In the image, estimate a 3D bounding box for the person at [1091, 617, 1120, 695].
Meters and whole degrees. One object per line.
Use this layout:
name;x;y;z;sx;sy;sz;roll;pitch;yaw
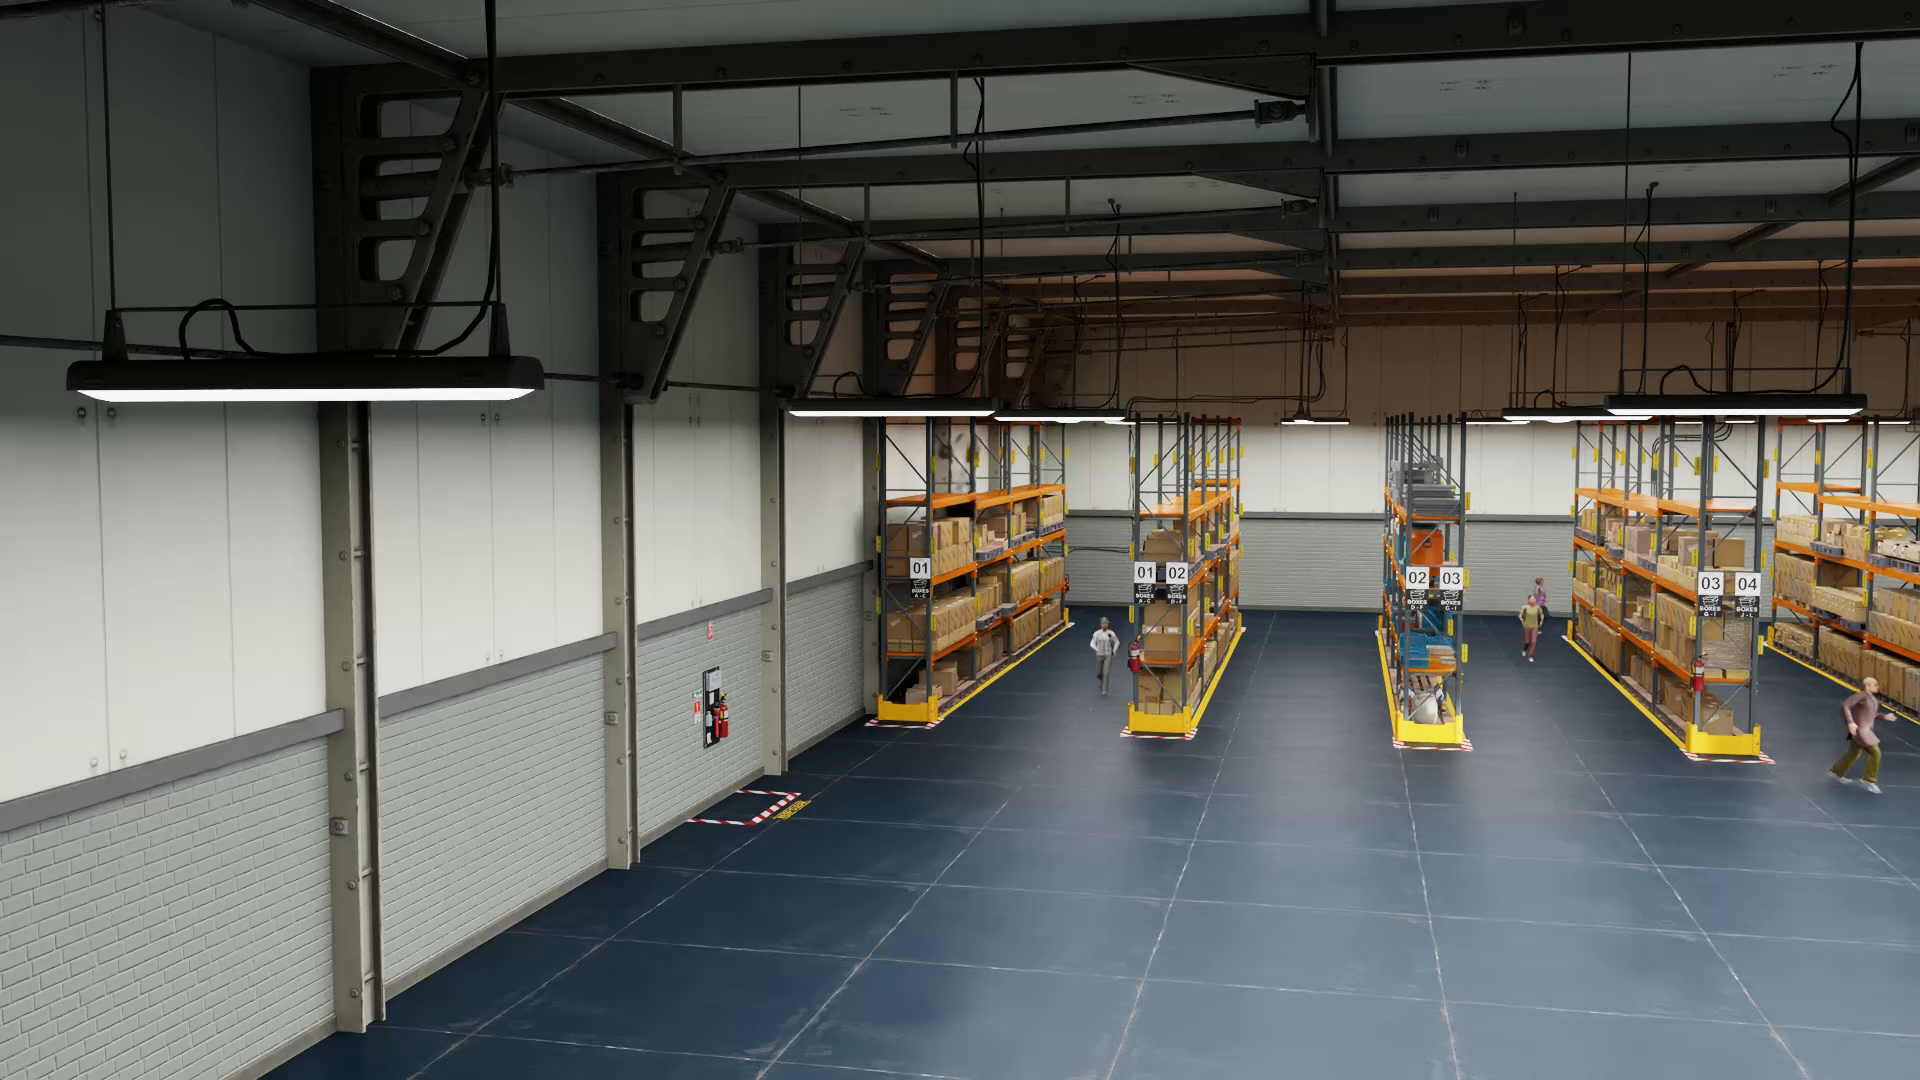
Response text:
person;3.116;2.474;35.745;0.625;1.654;0.723;1;4;9

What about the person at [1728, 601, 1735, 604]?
person;19.514;2.008;41.679;0.683;1.733;0.826;2;4;26

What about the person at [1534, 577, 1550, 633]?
person;16.186;1.813;46.314;0.530;1.561;0.528;3;5;36

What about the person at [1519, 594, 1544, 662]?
person;14.042;2.144;40.864;0.600;1.639;0.605;1;4;8

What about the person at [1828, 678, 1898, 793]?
person;14.269;3.078;26.317;0.973;1.834;0.630;3;5;40
